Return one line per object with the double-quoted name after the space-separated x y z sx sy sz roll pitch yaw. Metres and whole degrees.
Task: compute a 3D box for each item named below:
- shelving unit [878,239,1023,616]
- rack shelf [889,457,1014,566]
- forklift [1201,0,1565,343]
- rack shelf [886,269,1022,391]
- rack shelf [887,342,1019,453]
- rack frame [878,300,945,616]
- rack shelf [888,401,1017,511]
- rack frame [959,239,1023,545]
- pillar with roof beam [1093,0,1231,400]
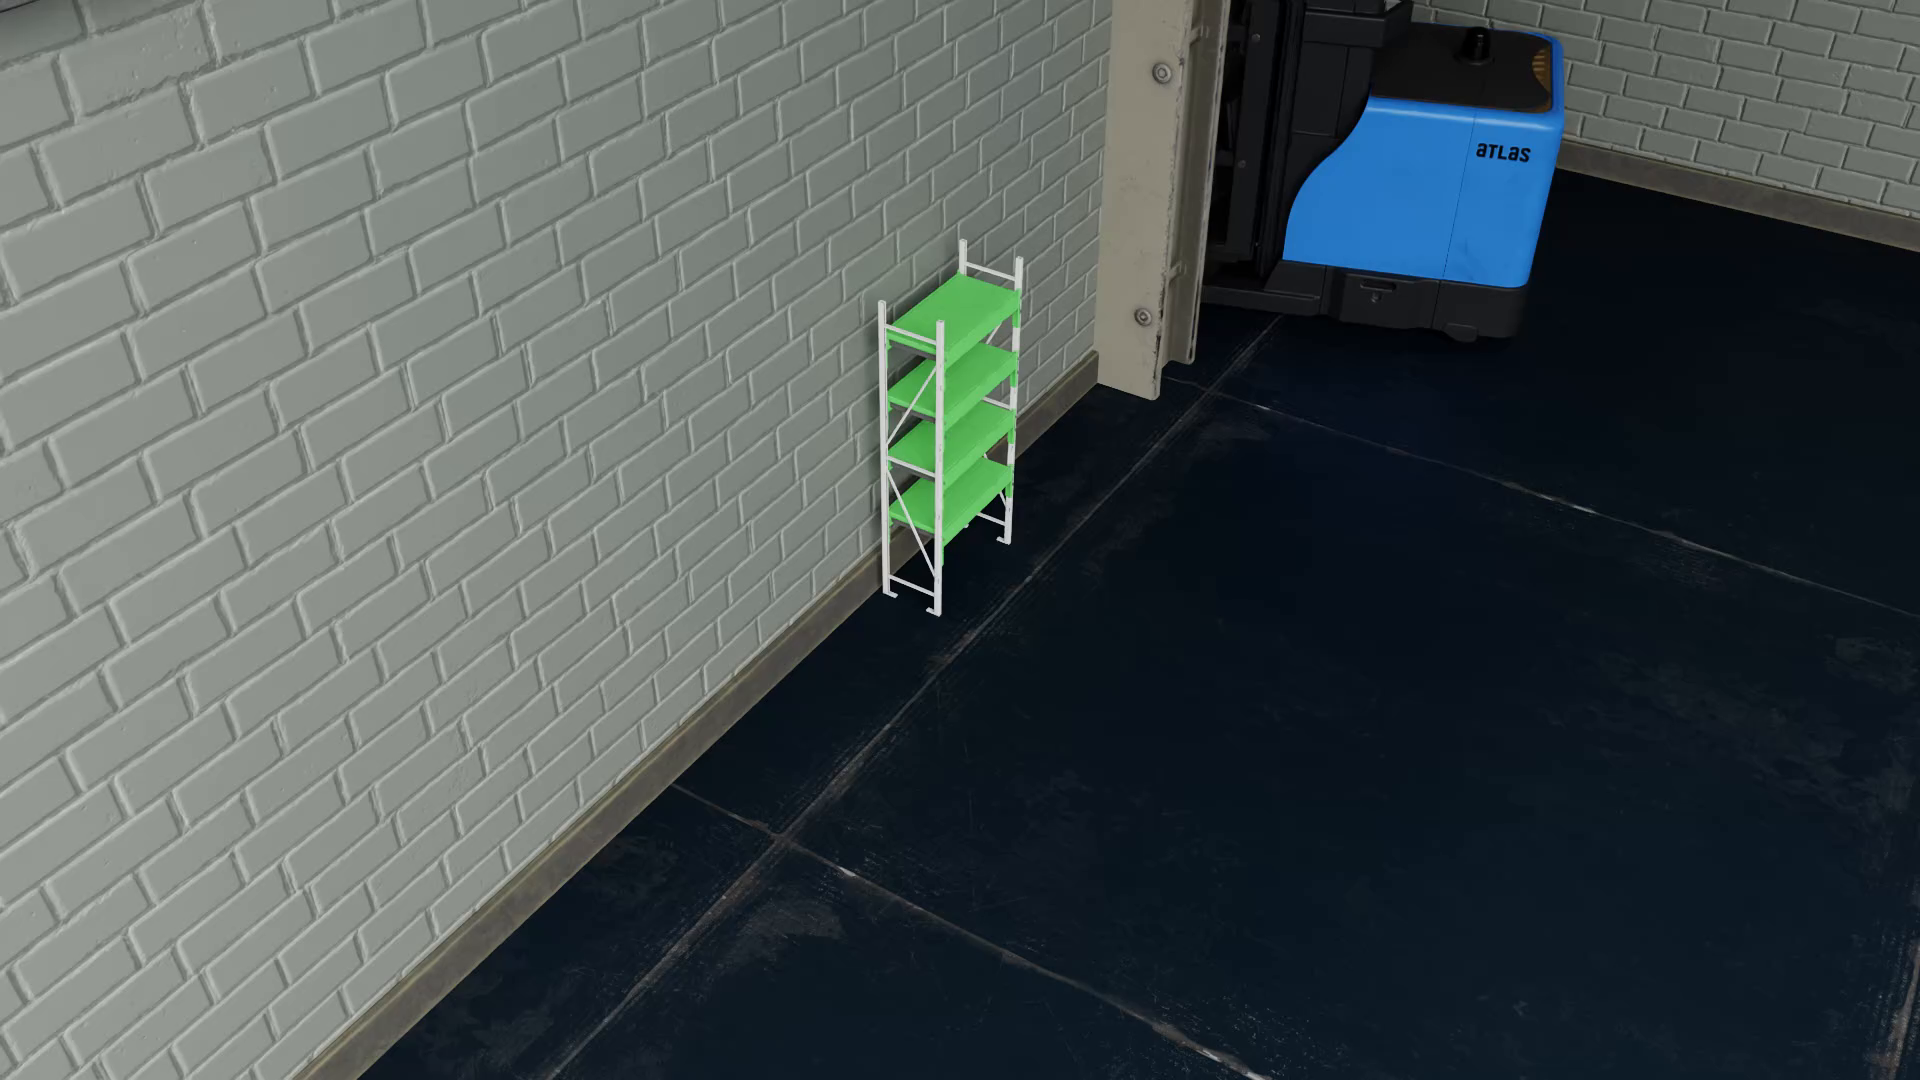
-0.034 -0.371 5.745 0.258 1.200 0.503 22 43 24 "shelving unit"
-0.039 -0.133 5.933 0.258 0.148 0.480 22 43 24 "rack shelf"
1.123 -2.527 7.128 3.031 2.935 1.130 10 39 12 "forklift"
-0.028 -0.698 5.488 0.258 0.148 0.480 22 43 24 "rack shelf"
-0.032 -0.510 5.636 0.258 0.148 0.480 22 43 24 "rack shelf"
-0.163 -0.245 5.581 0.240 1.200 0.015 22 43 24 "rack frame"
-0.035 -0.321 5.784 0.258 0.148 0.480 22 43 24 "rack shelf"
0.094 -0.498 5.909 0.240 1.200 0.015 22 43 24 "rack frame"
4.428 -2.895 2.635 9.100 9.000 0.400 21 42 25 "pillar with roof beam"
